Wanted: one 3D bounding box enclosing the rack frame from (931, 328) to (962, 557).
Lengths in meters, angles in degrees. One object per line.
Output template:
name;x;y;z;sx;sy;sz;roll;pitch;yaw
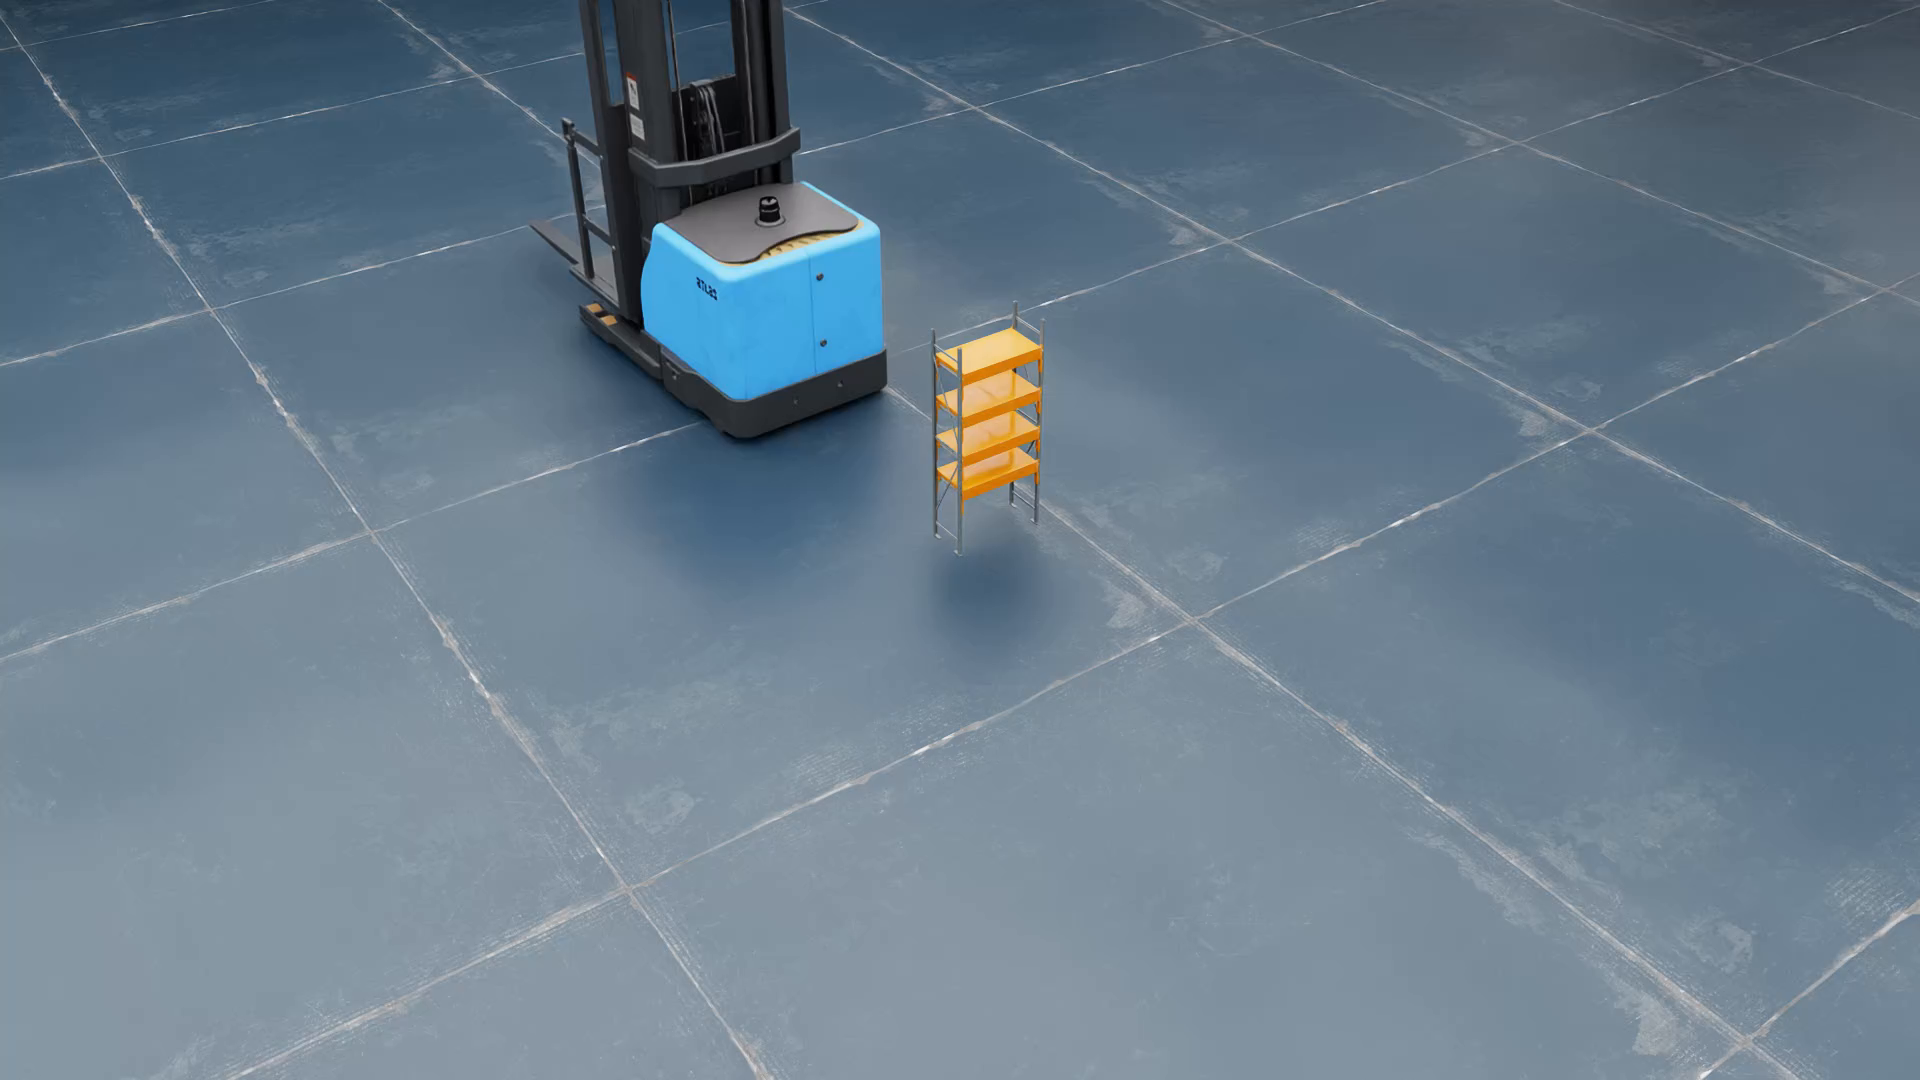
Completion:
rack frame;-0.064;-0.461;8.176;0.015;1.200;0.240;-22;41;-28

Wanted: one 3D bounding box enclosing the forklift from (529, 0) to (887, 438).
forklift;-1.712;-2.560;9.613;1.130;2.935;3.031;-24;42;-29

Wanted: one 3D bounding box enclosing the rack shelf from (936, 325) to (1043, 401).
rack shelf;0.135;-0.862;8.061;0.480;0.148;0.258;-22;41;-28

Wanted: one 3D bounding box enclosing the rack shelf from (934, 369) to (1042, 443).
rack shelf;0.135;-0.670;8.199;0.480;0.148;0.258;-22;41;-28

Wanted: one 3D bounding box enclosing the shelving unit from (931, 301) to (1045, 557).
shelving unit;0.135;-0.543;8.290;0.503;1.200;0.258;-22;41;-28

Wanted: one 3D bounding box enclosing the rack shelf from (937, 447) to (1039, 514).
rack shelf;0.135;-0.327;8.446;0.480;0.148;0.258;-22;41;-28

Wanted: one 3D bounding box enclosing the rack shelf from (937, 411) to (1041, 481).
rack shelf;0.135;-0.488;8.330;0.480;0.148;0.258;-22;41;-28

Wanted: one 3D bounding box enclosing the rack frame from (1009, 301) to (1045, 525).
rack frame;0.335;-0.625;8.405;0.015;1.200;0.240;-22;41;-28
